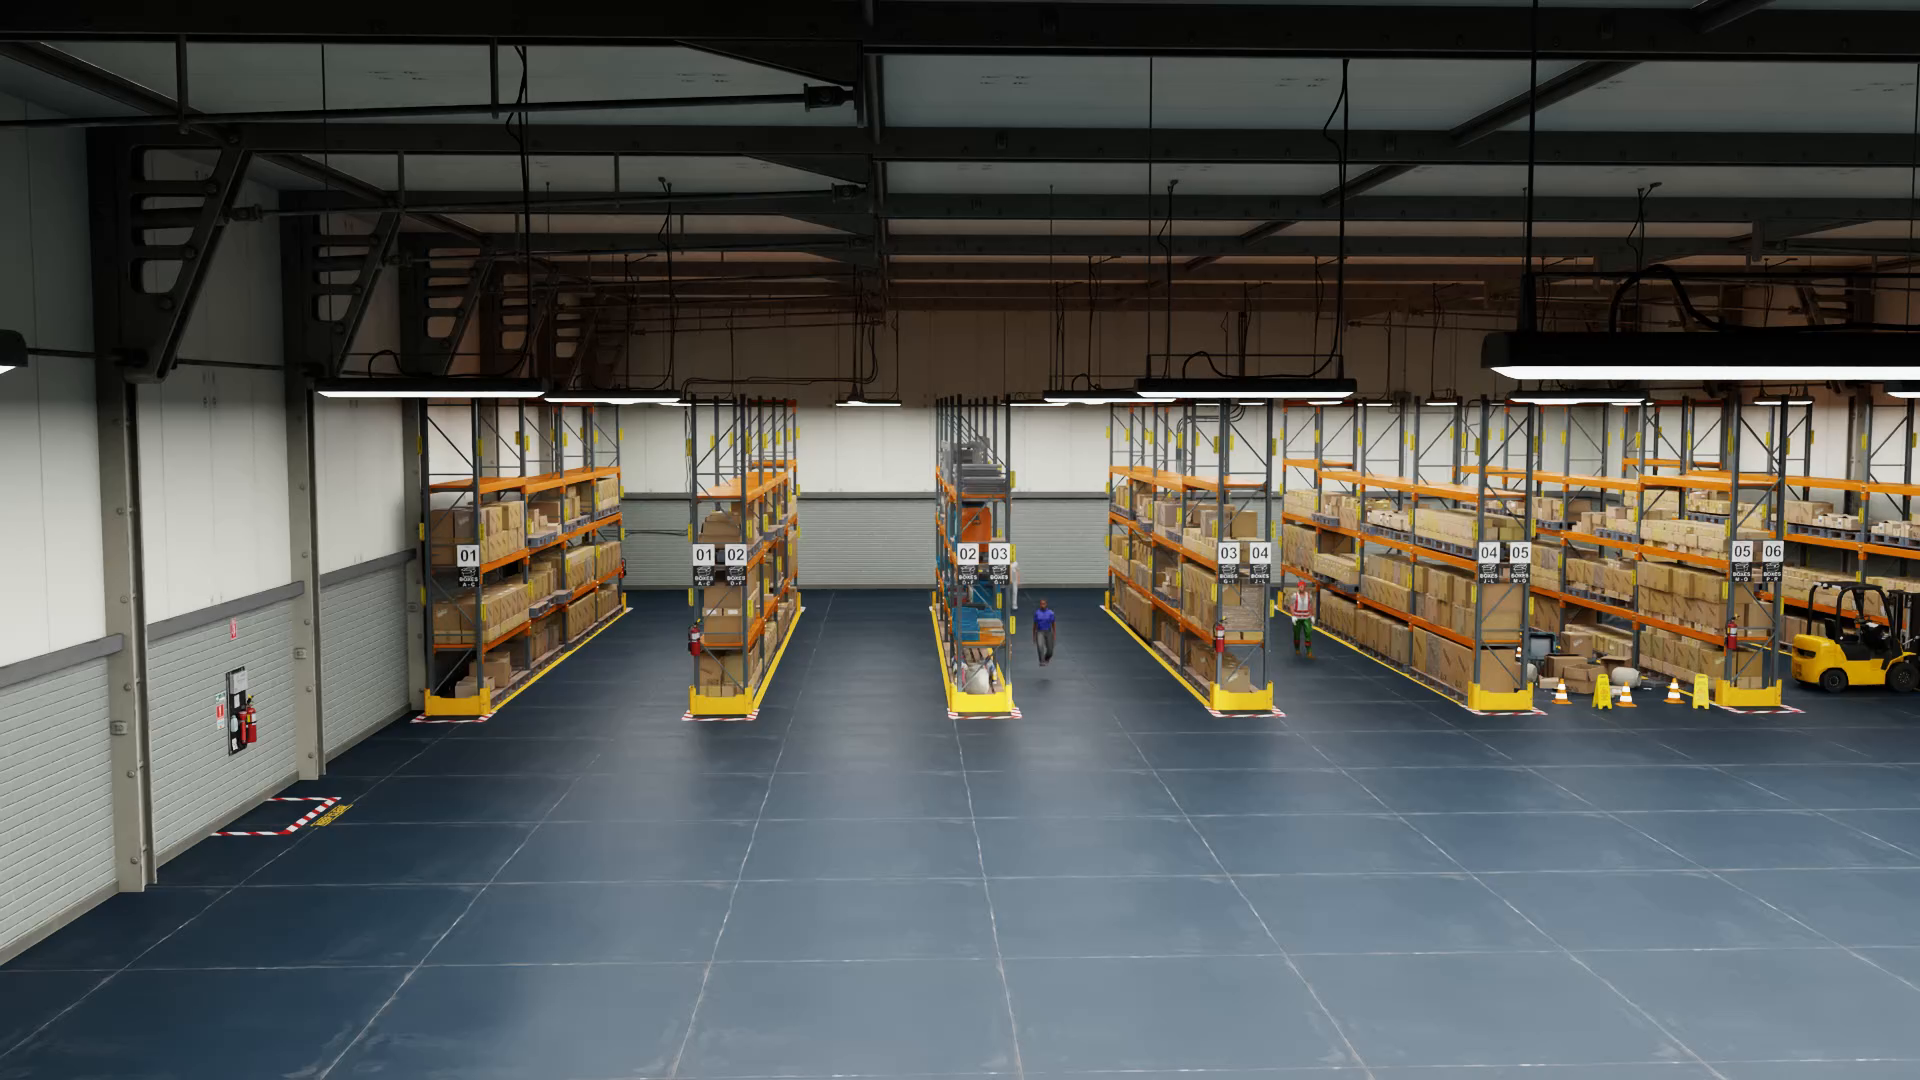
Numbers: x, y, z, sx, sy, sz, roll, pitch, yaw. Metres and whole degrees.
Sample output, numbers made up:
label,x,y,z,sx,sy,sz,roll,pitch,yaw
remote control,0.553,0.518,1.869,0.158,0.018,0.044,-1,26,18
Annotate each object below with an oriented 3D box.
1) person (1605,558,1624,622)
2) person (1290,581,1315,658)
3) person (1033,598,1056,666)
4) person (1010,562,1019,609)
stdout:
label,x,y,z,sx,sy,sz,roll,pitch,yaw
person,17.644,1.343,44.725,0.544,1.732,0.511,-3,5,-33
person,7.902,1.807,38.286,0.588,1.742,0.926,0,5,5
person,1.807,1.959,35.370,0.480,1.428,0.917,0,4,-2
person,1.470,1.157,47.645,0.493,1.612,1.082,0,5,-5
